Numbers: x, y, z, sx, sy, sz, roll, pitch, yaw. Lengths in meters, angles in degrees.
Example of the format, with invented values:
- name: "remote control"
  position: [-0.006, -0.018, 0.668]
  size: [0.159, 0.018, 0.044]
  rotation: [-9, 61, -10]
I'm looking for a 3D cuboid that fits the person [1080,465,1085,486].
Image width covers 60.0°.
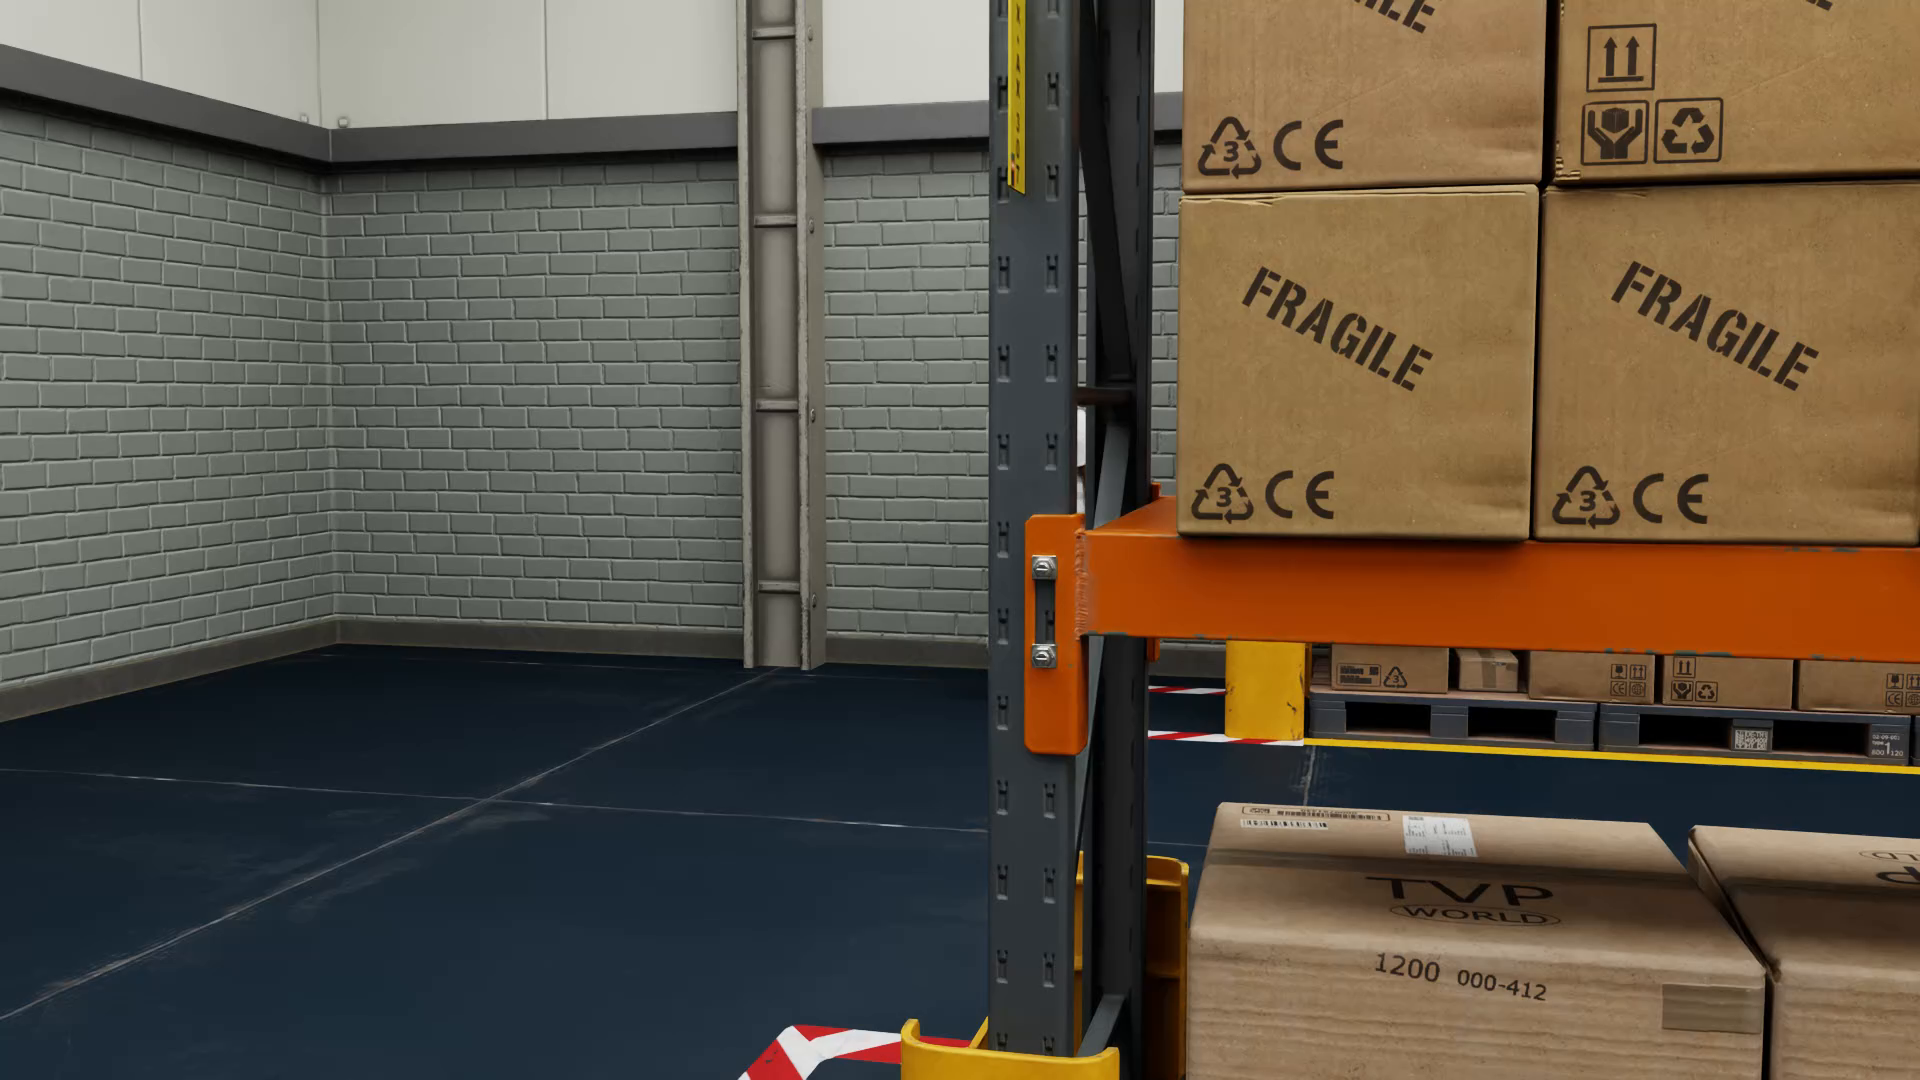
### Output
- name: "person"
  position: [0.484, -0.104, 8.344]
  size: [0.618, 1.668, 0.346]
  rotation: [3, 6, 33]
